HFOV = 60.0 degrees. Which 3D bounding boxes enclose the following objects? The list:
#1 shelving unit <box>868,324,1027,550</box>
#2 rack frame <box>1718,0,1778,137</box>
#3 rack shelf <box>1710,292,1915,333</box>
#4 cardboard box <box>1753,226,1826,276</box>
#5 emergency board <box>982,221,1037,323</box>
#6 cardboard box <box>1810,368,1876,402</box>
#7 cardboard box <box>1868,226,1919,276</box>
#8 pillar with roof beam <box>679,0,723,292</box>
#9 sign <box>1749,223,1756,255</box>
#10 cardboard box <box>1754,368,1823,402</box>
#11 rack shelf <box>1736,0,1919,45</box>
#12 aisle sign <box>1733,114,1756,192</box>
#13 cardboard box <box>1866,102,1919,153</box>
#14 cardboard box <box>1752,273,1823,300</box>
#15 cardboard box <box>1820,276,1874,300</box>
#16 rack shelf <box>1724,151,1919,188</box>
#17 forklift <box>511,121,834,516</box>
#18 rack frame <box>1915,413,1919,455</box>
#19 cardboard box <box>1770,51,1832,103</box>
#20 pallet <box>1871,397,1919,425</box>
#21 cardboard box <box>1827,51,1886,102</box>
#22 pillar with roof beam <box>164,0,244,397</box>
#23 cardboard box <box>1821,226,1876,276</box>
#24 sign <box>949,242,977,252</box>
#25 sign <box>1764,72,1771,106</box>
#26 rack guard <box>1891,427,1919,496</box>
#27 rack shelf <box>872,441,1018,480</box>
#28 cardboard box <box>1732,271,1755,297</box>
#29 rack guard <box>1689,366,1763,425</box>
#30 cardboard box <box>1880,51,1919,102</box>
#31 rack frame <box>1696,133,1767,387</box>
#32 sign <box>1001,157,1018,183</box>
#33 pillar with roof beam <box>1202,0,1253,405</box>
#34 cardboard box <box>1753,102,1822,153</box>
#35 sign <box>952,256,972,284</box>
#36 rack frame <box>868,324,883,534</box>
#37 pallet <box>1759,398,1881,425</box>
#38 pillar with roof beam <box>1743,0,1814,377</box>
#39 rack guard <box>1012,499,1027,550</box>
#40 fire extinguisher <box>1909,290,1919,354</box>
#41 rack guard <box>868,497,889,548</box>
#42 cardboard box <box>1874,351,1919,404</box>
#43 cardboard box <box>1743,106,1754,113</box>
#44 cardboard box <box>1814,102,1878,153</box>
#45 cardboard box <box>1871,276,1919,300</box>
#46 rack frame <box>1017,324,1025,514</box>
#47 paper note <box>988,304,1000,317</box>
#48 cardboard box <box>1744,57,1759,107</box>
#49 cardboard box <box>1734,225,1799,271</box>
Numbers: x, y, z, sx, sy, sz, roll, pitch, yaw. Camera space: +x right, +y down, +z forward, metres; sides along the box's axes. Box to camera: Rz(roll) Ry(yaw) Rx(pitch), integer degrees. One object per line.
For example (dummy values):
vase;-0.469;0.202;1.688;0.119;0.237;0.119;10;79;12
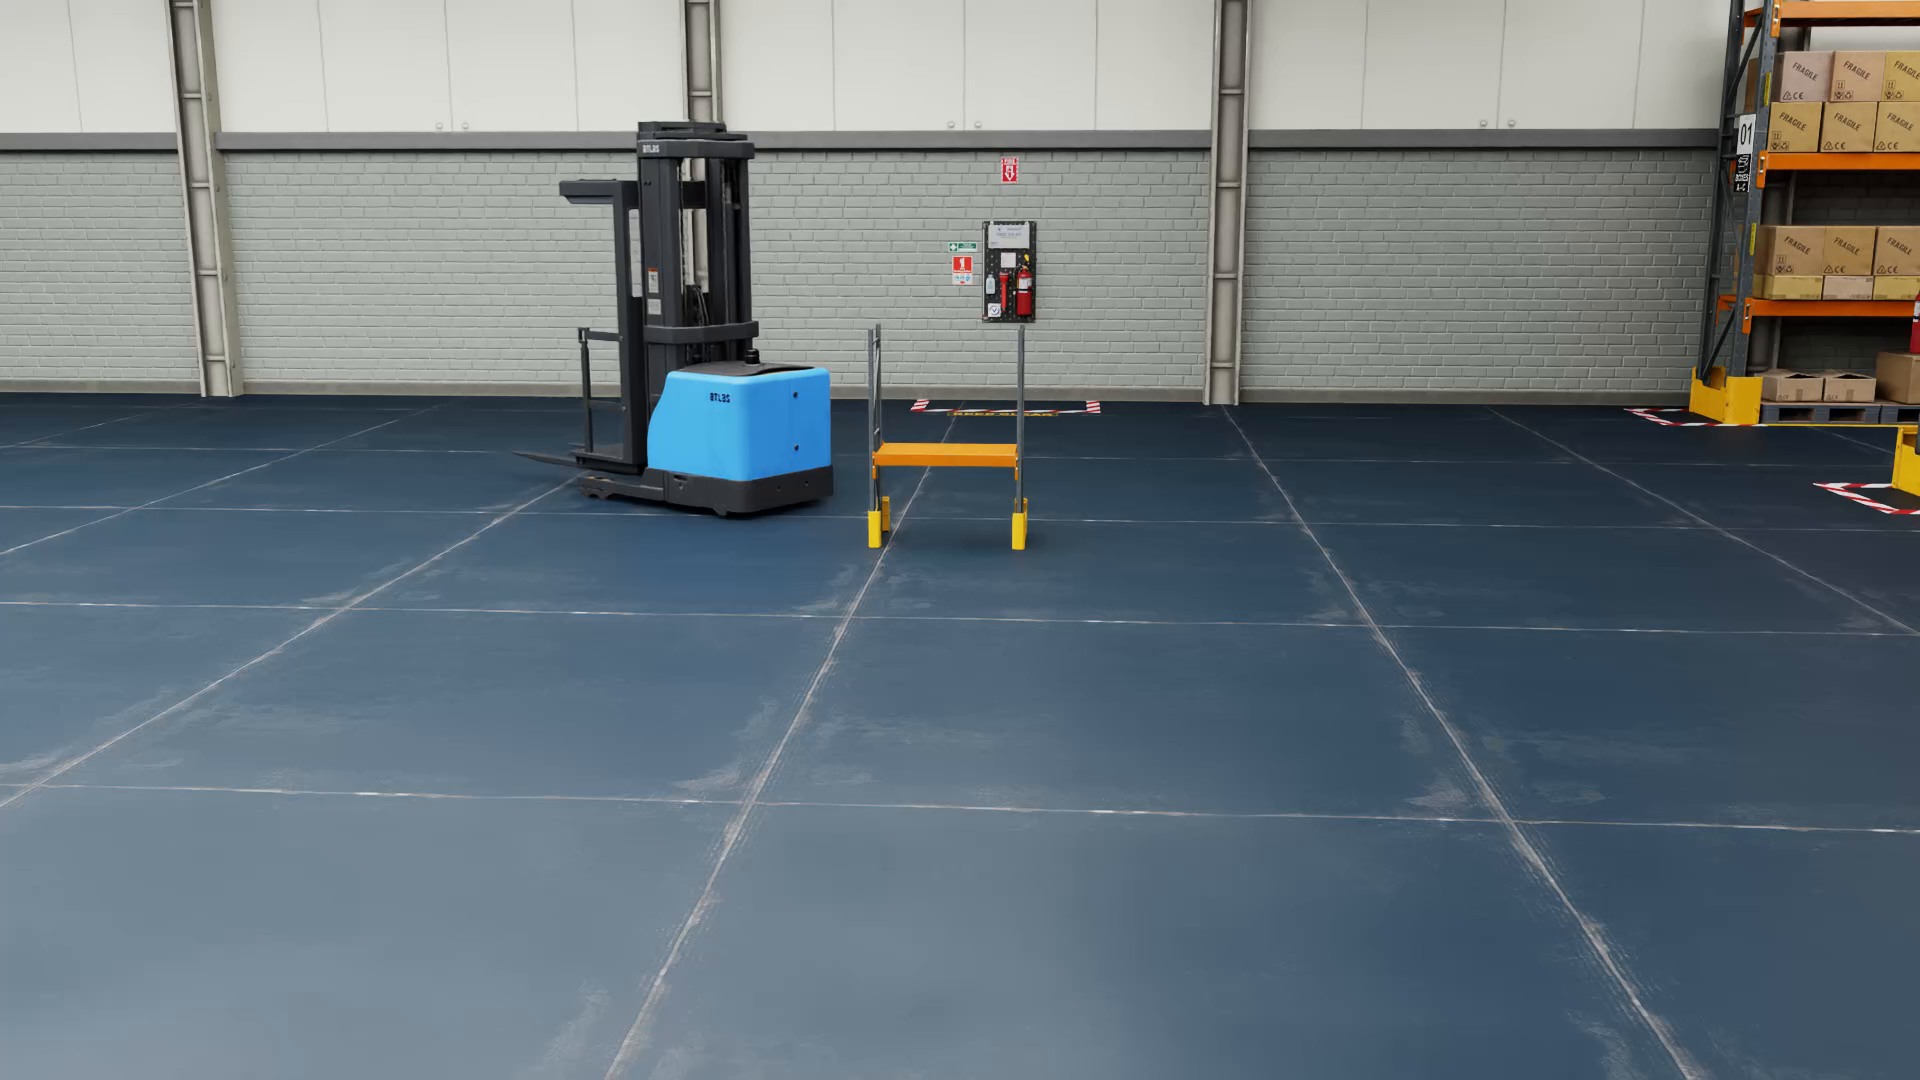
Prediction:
shelving unit;-0.076;-0.735;11.619;1.083;1.500;0.587;1;12;4
rack frame;8.267;-5.749;17.271;0.127;3.000;1.000;1;12;4
rack shelf;10.262;-2.433;17.828;4.000;0.370;1.077;1;12;4
cardboard box;8.723;-3.048;17.497;0.500;0.500;0.500;1;12;4
emergency board;0.573;-3.103;19.276;0.643;1.169;0.194;1;12;4
cardboard box;9.520;-1.676;17.945;0.500;0.311;0.500;2;12;8
cardboard box;9.731;-3.030;17.415;0.500;0.500;0.500;0;12;2
pillar with roof beam;-3.238;-5.200;14.651;0.400;9.000;9.100;1;12;4
sign;8.231;-3.125;17.267;0.005;0.325;0.100;1;12;4
cardboard box;8.951;-1.684;17.983;0.500;0.311;0.500;-1;12;-3
rack shelf;10.262;-5.367;17.214;4.000;0.370;1.077;1;12;4
aisle sign;8.175;-4.024;17.331;0.004;0.787;0.394;1;12;4
cardboard box;9.636;-4.262;17.200;0.500;0.500;0.500;1;12;6
cardboard box;8.732;-2.677;17.557;0.500;0.250;0.500;0;12;2
cardboard box;9.252;-2.673;17.537;0.500;0.250;0.500;0;12;2
rack shelf;10.262;-3.901;17.521;4.000;0.370;1.077;1;12;4
forklift;-2.468;-1.834;13.379;3.031;2.935;1.130;9;15;37
rack frame;7.939;-1.800;13.047;0.127;3.000;1.000;1;12;4
cardboard box;8.635;-4.774;17.201;0.500;0.500;0.500;0;12;0
pallet;10.365;-1.411;17.996;1.213;0.211;1.003;1;12;4
cardboard box;9.132;-4.756;17.119;0.500;0.500;0.500;1;12;3
pillar with roof beam;-9.224;-5.283;15.043;0.400;9.000;9.100;1;12;4
cardboard box;9.216;-3.039;17.455;0.500;0.500;0.500;1;12;4
sign;0.032;-3.407;19.346;0.331;0.109;0.001;1;12;4
sign;8.231;-4.597;16.959;0.005;0.325;0.100;1;12;4
rack guard;7.916;-0.577;13.305;0.348;0.500;1.175;1;12;4
rack shelf;-0.085;-0.559;11.657;1.000;0.185;0.538;1;12;4
cardboard box;8.746;-2.782;18.058;0.500;0.250;0.500;1;12;5
rack guard;8.343;-1.588;18.136;0.348;0.500;1.175;1;12;4
cardboard box;9.644;-4.752;17.097;0.500;0.500;0.500;1;12;5
rack frame;8.267;-2.812;17.886;0.127;3.000;1.000;1;12;4
sign;0.572;-4.258;19.136;0.199;0.298;0.001;1;12;4
pillar with roof beam;2.749;-5.118;14.258;0.400;9.000;9.100;1;12;4
cardboard box;8.584;-4.283;17.300;0.500;0.500;0.500;1;12;5
sign;0.028;-3.149;19.409;0.234;0.329;0.001;1;12;4
rack frame;-0.592;-0.742;11.653;0.032;1.500;0.500;1;12;4
pallet;9.151;-1.428;18.078;1.213;0.211;1.003;1;12;4
pillar with roof beam;8.735;-5.036;13.866;0.400;9.000;9.100;1;12;4
rack guard;0.421;-0.117;11.715;0.087;0.250;0.587;1;12;4
fire extinguisher;7.853;-1.859;13.517;0.183;0.674;0.296;1;12;4
rack guard;-0.573;-0.130;11.780;0.087;0.250;0.587;1;12;4
cardboard box;10.249;-1.748;17.829;0.500;0.500;0.700;0;12;0
cardboard box;8.700;-4.385;17.786;0.500;0.500;0.500;2;12;8
cardboard box;9.117;-4.269;17.230;0.500;0.500;0.500;2;12;8
cardboard box;9.759;-2.665;17.498;0.500;0.250;0.500;1;12;3
rack frame;0.422;-0.728;11.587;0.032;1.500;0.500;1;12;4
paper note;0.401;-2.688;19.445;0.142;0.148;0.016;1;12;4
cardboard box;8.714;-4.876;17.691;0.500;0.500;0.500;1;12;6
cardboard box;8.751;-3.153;17.999;0.500;0.500;0.500;1;12;3
